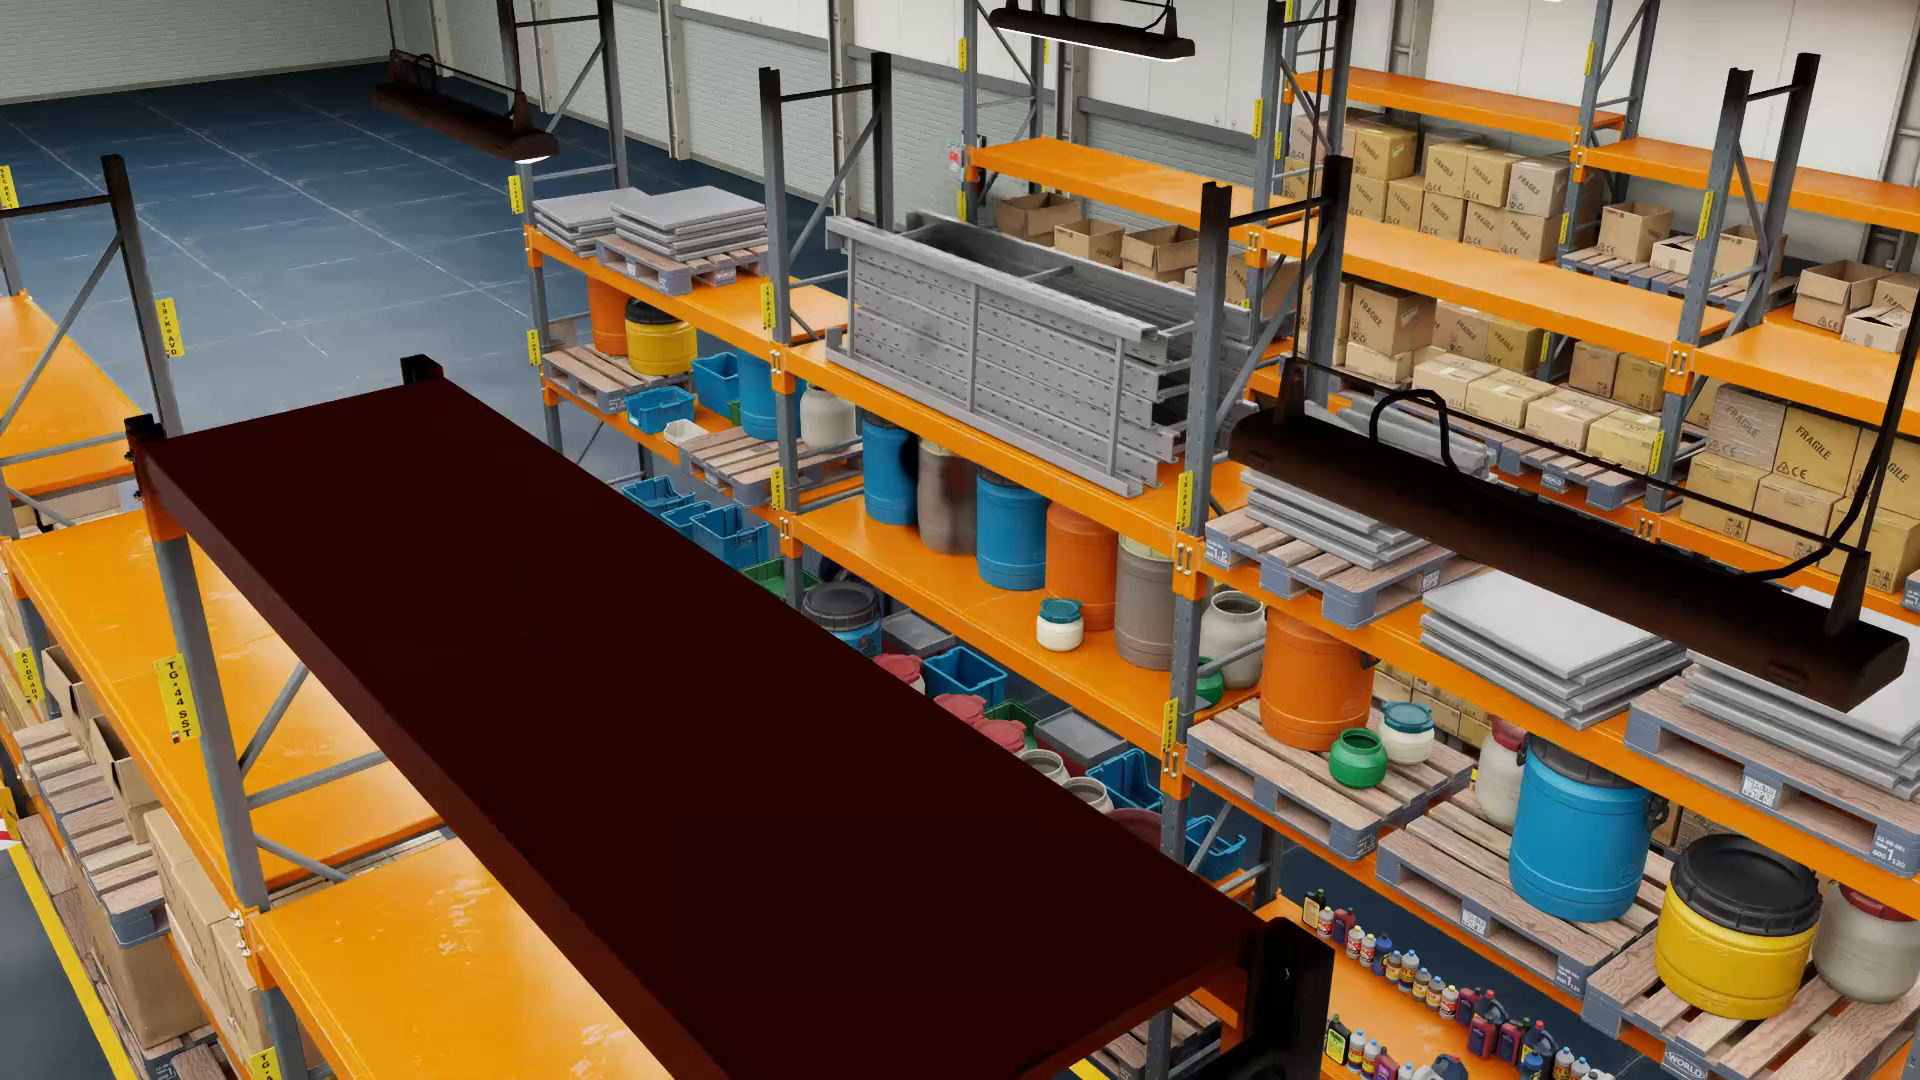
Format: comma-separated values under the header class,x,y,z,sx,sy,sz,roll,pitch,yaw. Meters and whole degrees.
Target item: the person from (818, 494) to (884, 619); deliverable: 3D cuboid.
class,x,y,z,sx,sy,sz,roll,pitch,yaw
person,-1.093,0.101,16.192,0.826,1.697,0.581,17,31,31
